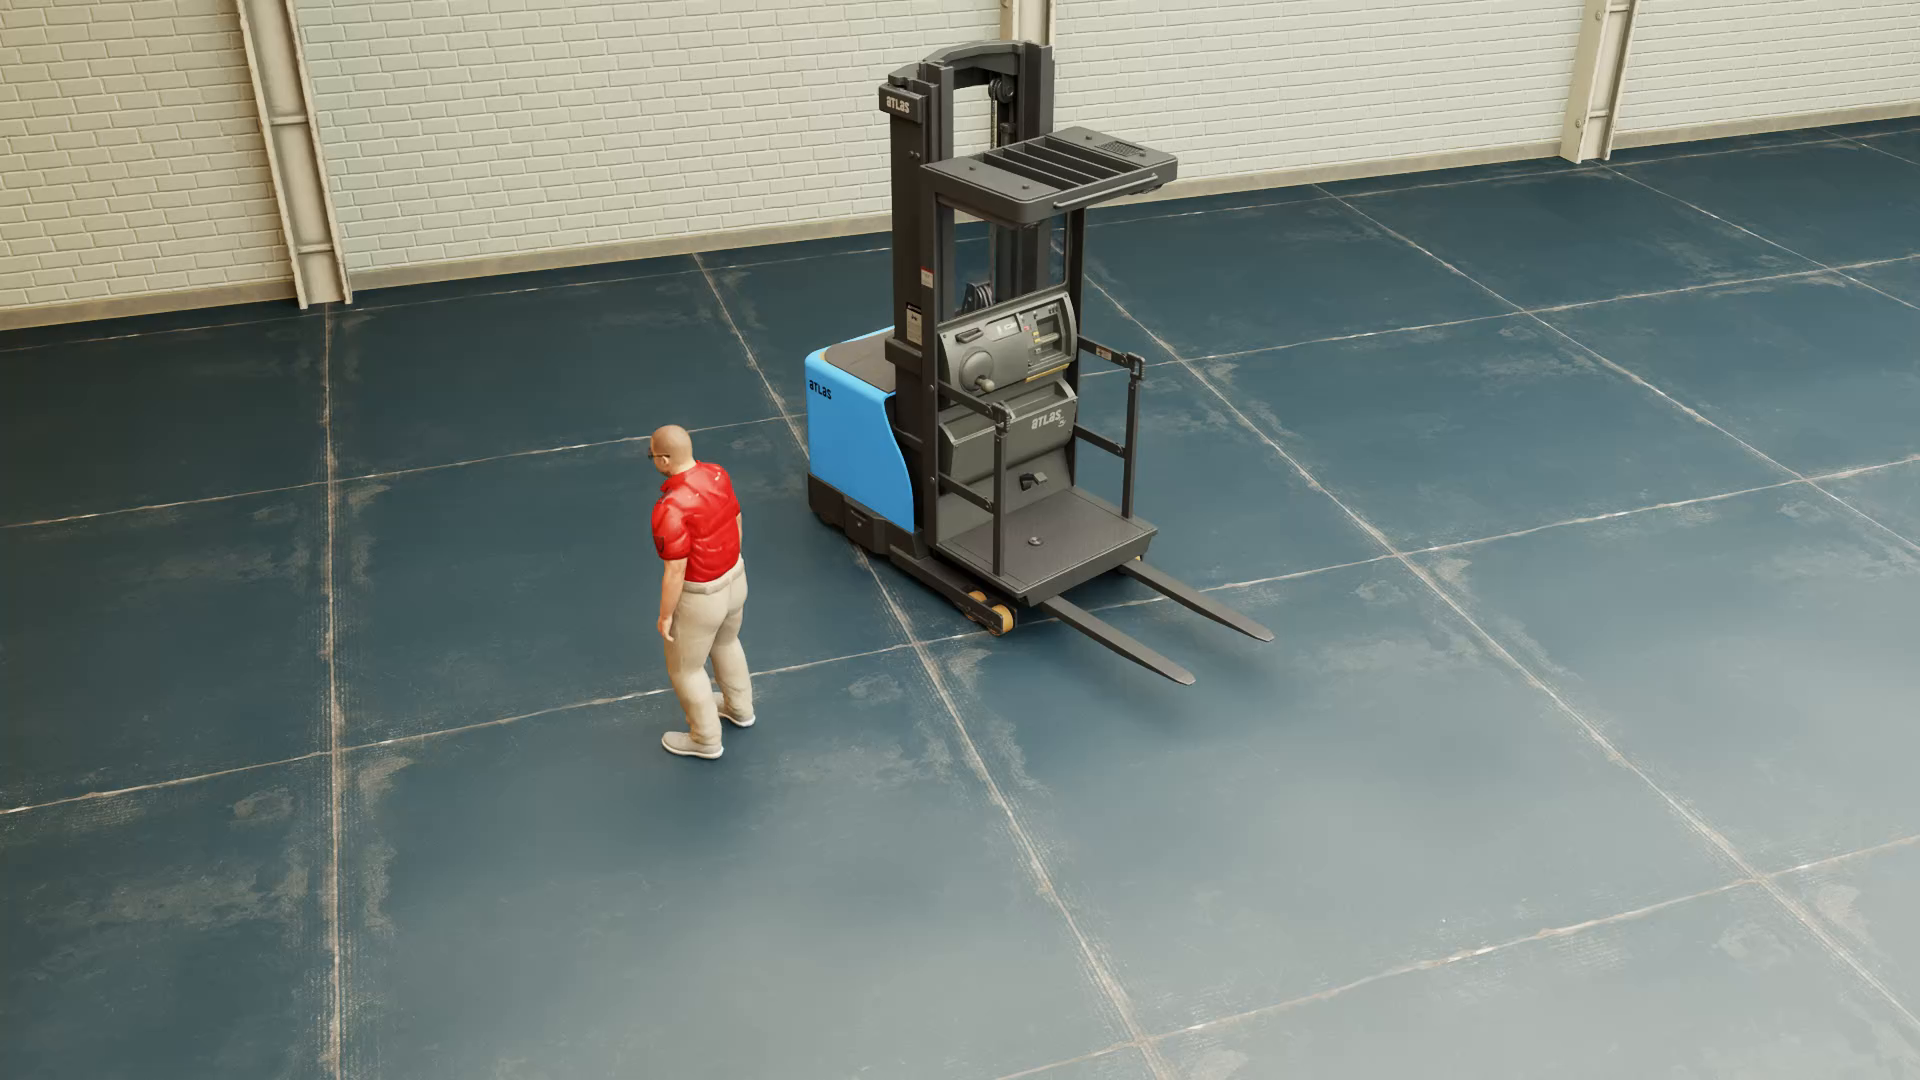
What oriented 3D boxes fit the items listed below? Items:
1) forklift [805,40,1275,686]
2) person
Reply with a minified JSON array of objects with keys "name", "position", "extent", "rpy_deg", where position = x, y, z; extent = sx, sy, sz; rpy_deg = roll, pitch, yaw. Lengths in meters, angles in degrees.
[{"name":"forklift","position":[0.409,-1.033,8.882],"extent":[1.130,2.935,3.031],"rpy_deg":[-23,37,-34]},{"name":"person","position":[-1.235,0.240,7.877],"extent":[0.393,1.725,0.599],"rpy_deg":[15,33,24]}]
